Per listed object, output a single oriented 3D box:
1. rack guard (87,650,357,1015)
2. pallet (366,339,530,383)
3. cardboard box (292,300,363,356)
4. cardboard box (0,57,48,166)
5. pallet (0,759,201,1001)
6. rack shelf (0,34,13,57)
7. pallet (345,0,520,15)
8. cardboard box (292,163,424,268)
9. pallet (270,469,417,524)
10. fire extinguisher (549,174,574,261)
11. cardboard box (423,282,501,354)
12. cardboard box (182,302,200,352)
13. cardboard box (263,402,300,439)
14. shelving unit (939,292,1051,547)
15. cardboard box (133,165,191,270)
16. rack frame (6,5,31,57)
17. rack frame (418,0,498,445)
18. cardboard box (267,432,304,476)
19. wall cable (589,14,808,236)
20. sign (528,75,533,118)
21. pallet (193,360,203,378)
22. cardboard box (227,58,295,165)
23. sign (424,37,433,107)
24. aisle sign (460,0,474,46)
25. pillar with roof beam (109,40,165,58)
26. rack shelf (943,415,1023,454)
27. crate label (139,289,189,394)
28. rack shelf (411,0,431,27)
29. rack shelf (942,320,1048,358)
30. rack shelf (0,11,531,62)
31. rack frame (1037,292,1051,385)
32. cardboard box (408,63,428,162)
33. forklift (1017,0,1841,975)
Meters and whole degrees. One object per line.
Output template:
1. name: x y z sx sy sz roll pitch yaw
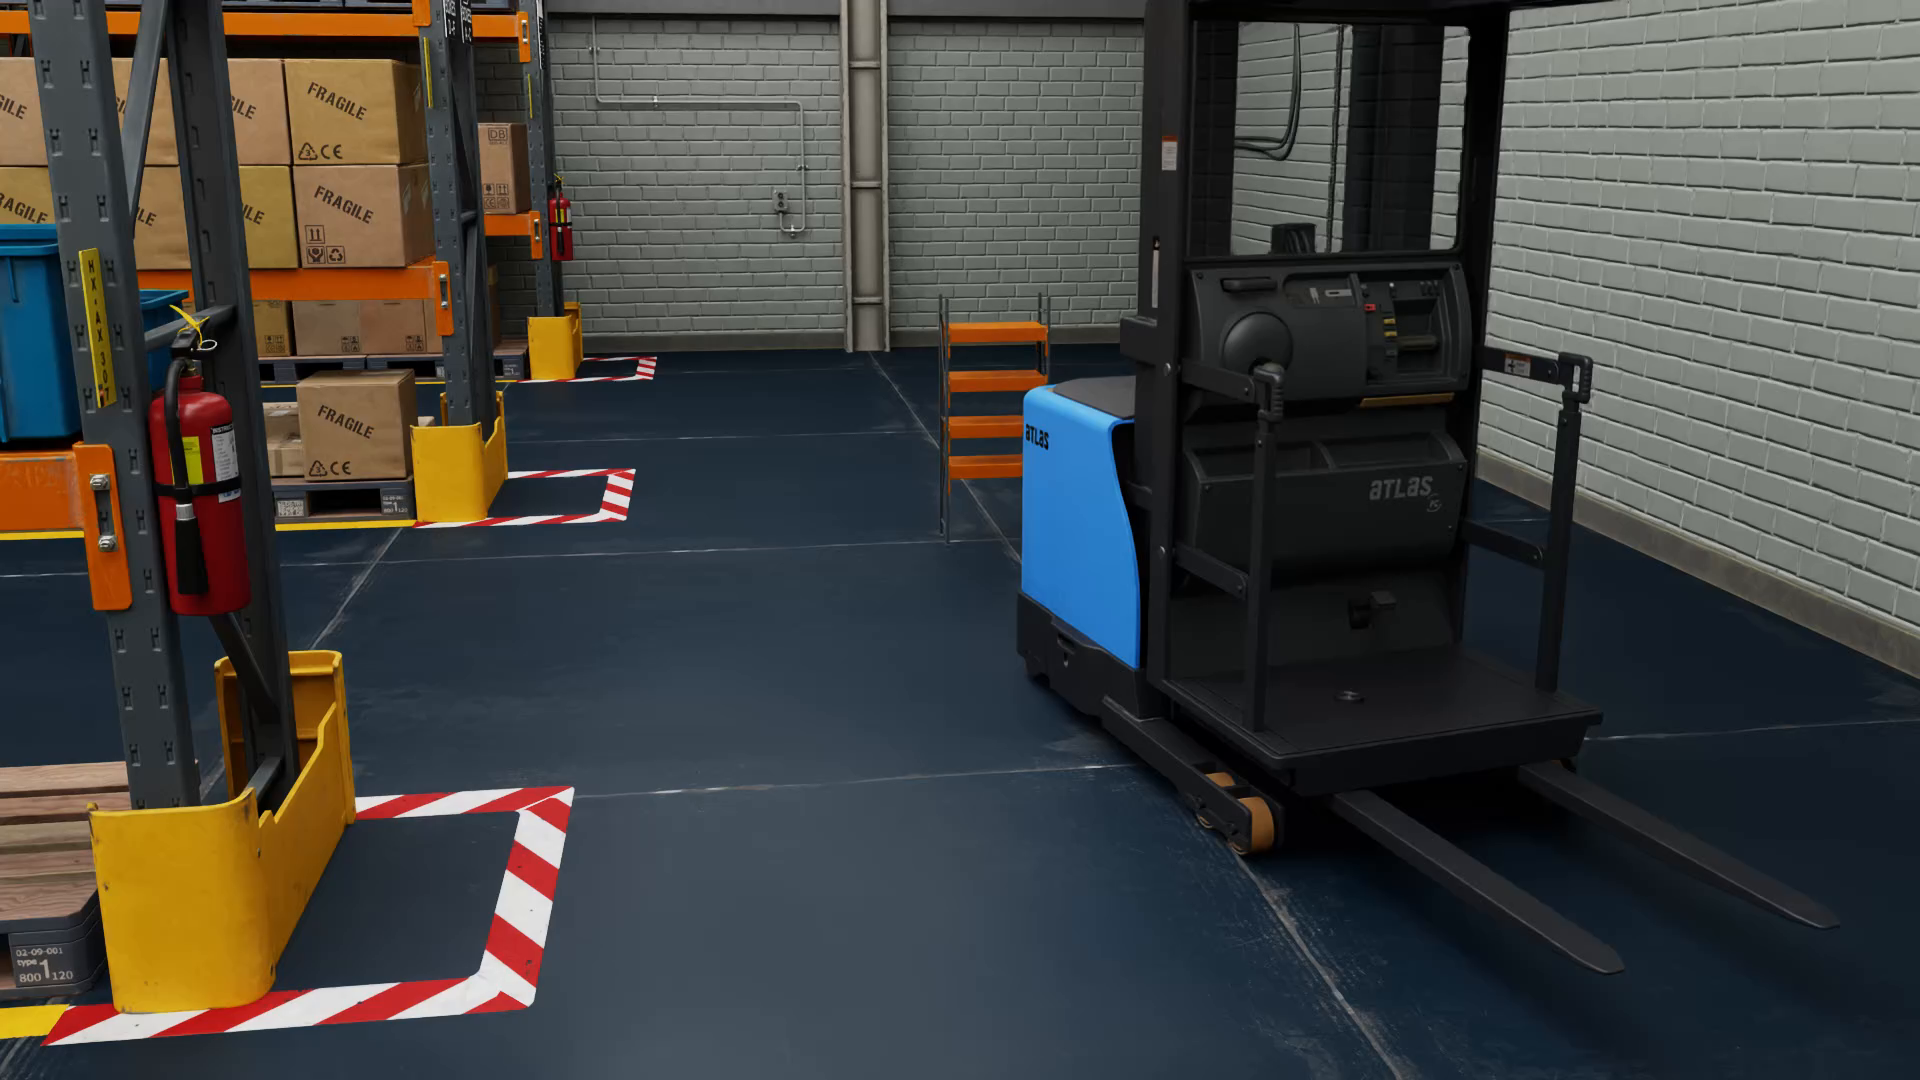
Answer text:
1. rack guard: -1.888 0.711 4.361 0.348 0.500 1.175 -2 14 -8
2. pallet: -4.165 -1.481 13.692 1.213 0.211 1.003 -2 14 -8
3. cardboard box: -5.055 -1.786 13.453 0.500 0.500 0.700 -3 14 -10
4. cardboard box: -4.562 -2.084 8.103 0.500 0.500 0.500 -2 14 -7
5. pallet: -2.731 0.875 4.298 1.213 0.211 1.003 -2 14 -8
6. rack shelf: -9.319 -3.770 12.399 4.000 0.370 1.077 -2 14 -8
7. pallet: -4.118 -4.264 13.072 1.213 0.211 1.003 -2 14 -8
8. cardboard box: -3.046 -1.656 8.454 0.500 0.500 0.500 -2 14 -7
9. pallet: -3.507 -0.305 9.005 1.213 0.211 1.003 -2 14 -8
10. fire extinguisher: -3.168 -2.557 13.177 0.183 0.674 0.296 -2 14 -8
11. cardboard box: -4.063 -1.823 13.599 0.500 0.500 0.700 -2 14 -8
12. cardboard box: -6.089 -1.747 13.297 0.500 0.500 0.700 -2 14 -9
13. cardboard box: -3.718 -0.600 9.195 0.500 0.250 0.500 -2 14 -8
14. shelving unit: 0.164 -0.588 8.100 0.503 1.200 0.258 -2 14 -8
15. cardboard box: -4.053 -1.620 8.309 0.500 0.500 0.500 -2 14 -8
16. rack frame: -7.341 -2.736 12.965 0.127 3.000 1.000 -2 14 -8
17. rack frame: -2.644 -1.690 8.792 0.127 3.000 1.000 -2 14 -8
18. cardboard box: -3.559 -0.457 8.797 0.250 0.166 0.380 -2 14 -8
19. wall cable: -2.260 -3.648 14.512 1.851 1.984 0.084 -2 14 -8
20. sign: -3.318 -3.426 12.851 0.005 0.325 0.100 -2 14 -8
21. pallet: -6.577 -1.392 13.339 1.213 0.211 1.003 -2 14 -8
22. cardboard box: -3.542 -2.122 8.257 0.500 0.500 0.500 -2 14 -7
23. sign: -2.581 -2.270 8.078 0.005 0.325 0.100 -2 14 -8
24. aisle sign: -2.620 -3.024 8.768 0.004 0.787 0.394 -2 14 -8
25. pillar with roof beam: -6.136 -4.844 9.037 0.400 9.000 9.100 -2 14 -8
26. rack shelf: 0.164 -0.523 8.116 0.480 0.148 0.258 -2 14 -8
27. crate label: -2.203 -0.516 4.334 0.303 0.233 0.416 -2 14 -8
28. rack shelf: -4.622 -2.723 8.226 4.000 0.370 1.077 -2 14 -8
29. rack shelf: 0.164 -0.969 8.004 0.480 0.148 0.258 -2 14 -8
30. rack shelf: -5.363 -3.914 12.977 4.000 0.370 1.077 -2 14 -8
31. rack frame: 0.405 -0.597 8.135 0.015 1.200 0.240 -2 14 -8
32. cardboard box: -3.122 -2.270 8.847 0.500 0.500 0.500 -2 14 -7
33. forklift: 1.191 -0.646 4.771 1.130 2.935 3.031 -5 15 -19
